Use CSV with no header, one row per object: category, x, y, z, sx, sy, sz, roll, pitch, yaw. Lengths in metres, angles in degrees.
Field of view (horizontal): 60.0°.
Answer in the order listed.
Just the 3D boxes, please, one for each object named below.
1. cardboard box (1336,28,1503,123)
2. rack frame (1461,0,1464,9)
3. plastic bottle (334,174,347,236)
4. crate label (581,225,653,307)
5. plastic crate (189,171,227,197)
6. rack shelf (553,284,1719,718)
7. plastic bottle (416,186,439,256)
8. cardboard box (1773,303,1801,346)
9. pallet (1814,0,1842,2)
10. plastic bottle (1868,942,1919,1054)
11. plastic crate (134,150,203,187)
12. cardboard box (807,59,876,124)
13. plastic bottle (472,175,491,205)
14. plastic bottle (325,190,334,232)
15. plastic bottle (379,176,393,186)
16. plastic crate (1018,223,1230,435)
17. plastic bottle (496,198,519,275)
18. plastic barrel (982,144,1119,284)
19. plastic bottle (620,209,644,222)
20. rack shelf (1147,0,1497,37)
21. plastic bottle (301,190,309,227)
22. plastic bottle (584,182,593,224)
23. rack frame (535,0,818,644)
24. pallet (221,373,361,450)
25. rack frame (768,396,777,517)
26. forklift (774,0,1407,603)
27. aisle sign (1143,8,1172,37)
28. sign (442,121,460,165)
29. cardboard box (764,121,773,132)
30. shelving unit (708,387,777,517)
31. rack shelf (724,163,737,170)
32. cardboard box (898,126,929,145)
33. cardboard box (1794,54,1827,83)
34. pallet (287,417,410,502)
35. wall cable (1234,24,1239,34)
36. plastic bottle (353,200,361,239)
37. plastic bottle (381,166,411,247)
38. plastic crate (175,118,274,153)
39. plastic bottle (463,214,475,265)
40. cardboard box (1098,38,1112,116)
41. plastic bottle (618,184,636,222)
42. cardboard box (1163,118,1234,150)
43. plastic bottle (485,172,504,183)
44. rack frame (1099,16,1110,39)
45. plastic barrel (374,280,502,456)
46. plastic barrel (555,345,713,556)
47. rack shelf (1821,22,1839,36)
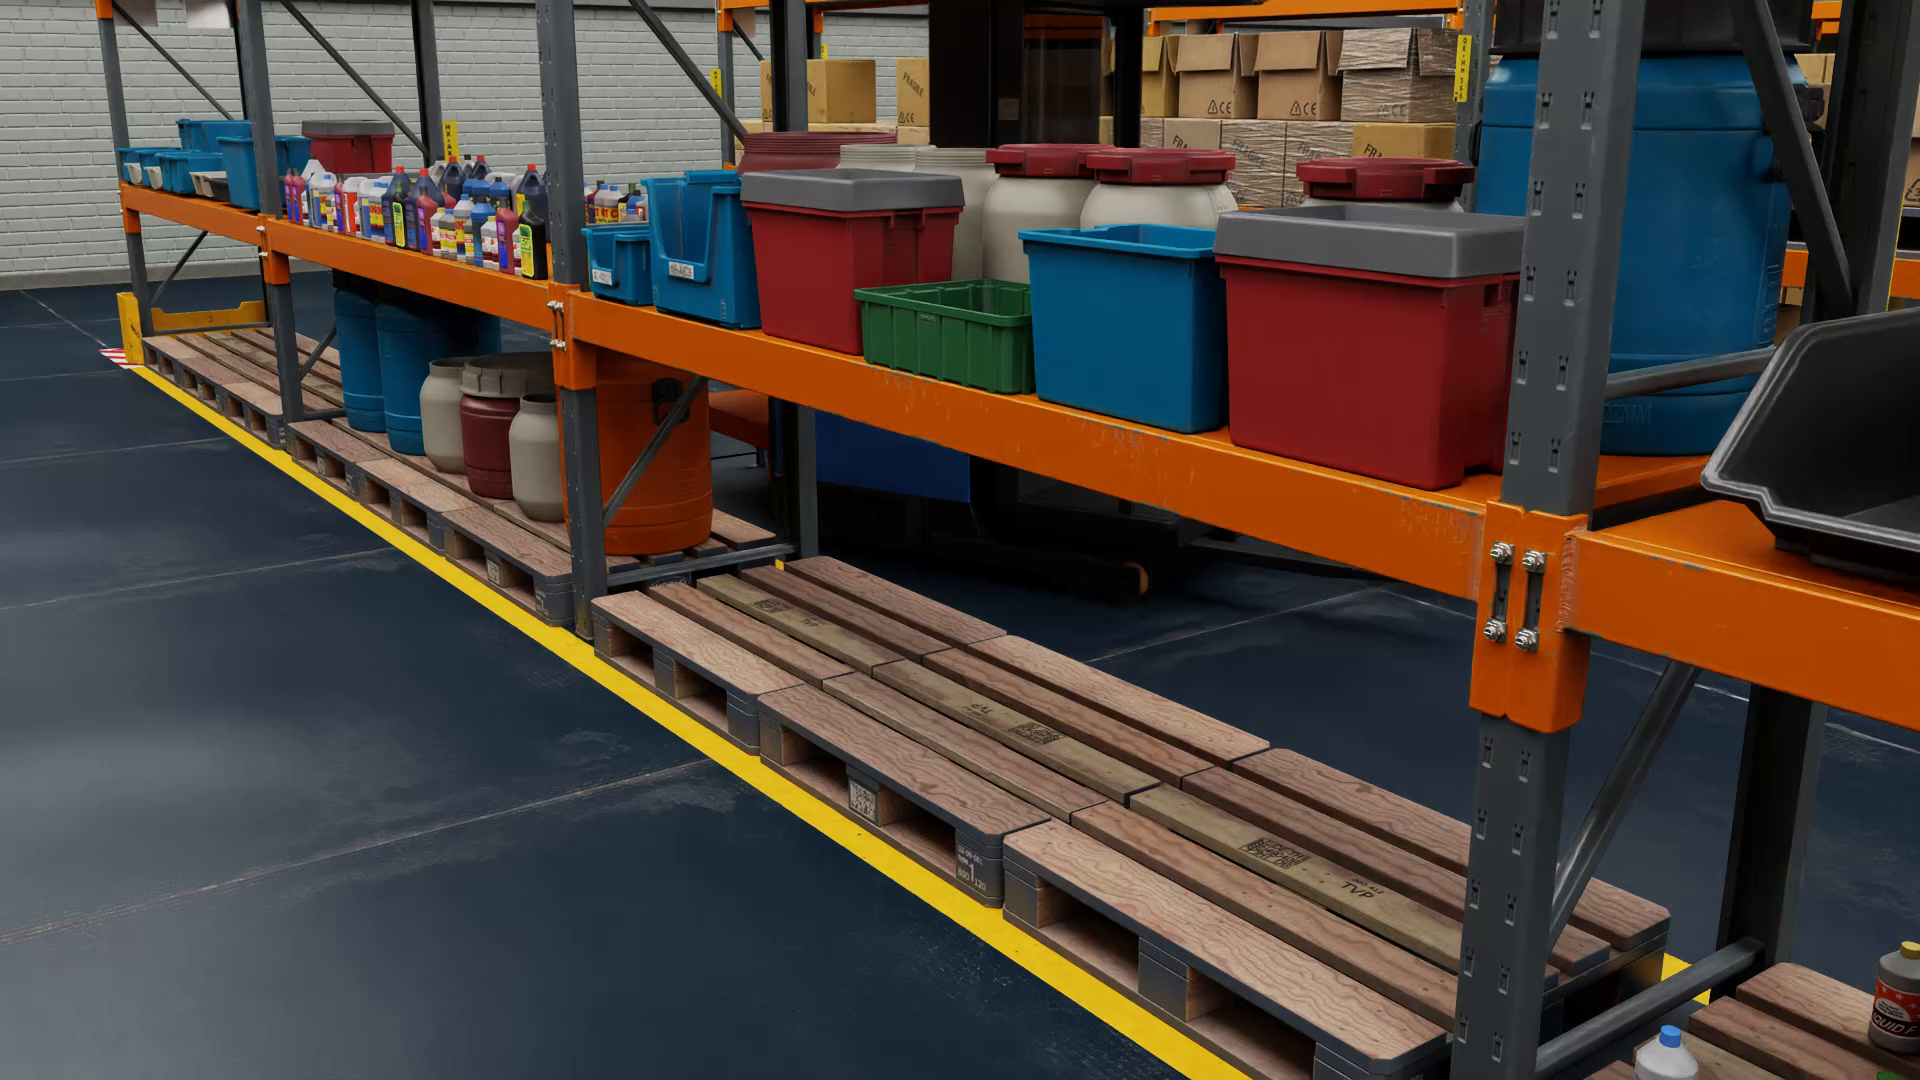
cardboard box,2.582,-2.612,9.346,0.797,0.503,0.637,-10,18,-33
rack frame,4.718,-3.523,14.767,1.000,3.000,0.127,-11,19,-35
plastic bottle,-2.967,-1.616,8.018,0.061,0.283,0.133,-11,19,-35
crate label,-1.063,-0.923,5.584,0.303,0.233,0.416,-11,19,-35
plastic crate,-4.627,-2.233,10.439,0.293,0.136,0.466,-11,19,-35
rack shelf,0.168,-0.378,4.638,1.077,0.370,4.000,-11,19,-35
plastic bottle,-2.263,-1.360,7.084,0.061,0.283,0.133,-11,19,-35
cardboard box,3.737,-1.039,8.171,0.500,0.250,0.500,-8,17,-28
pallet,9.242,-5.480,16.595,0.805,0.209,1.217,-12,19,-37
plastic bottle,1.809,0.869,3.187,0.097,0.201,0.097,0,15,0
plastic crate,-5.446,-2.564,11.466,0.416,0.233,0.300,-11,19,-35
cardboard box,-1.038,-3.701,13.717,0.500,0.500,0.500,-11,19,-36
plastic bottle,-2.366,-1.672,8.248,0.097,0.271,0.097,0,15,0
plastic bottle,-3.077,-1.624,8.206,0.097,0.201,0.097,0,15,0
plastic bottle,-2.728,-1.614,8.027,0.152,0.276,0.135,-11,19,-35
plastic crate,0.444,-0.477,3.669,0.392,0.384,0.575,-11,19,-35
plastic bottle,-1.727,-1.165,6.372,0.061,0.283,0.133,-11,19,-35
plastic barrel,0.273,-0.851,4.745,0.433,0.535,0.433,0,15,0
plastic bottle,-1.363,-1.274,6.926,0.097,0.201,0.097,0,15,0
rack shelf,3.542,-5.050,16.026,1.077,0.370,4.000,-11,19,-35
plastic bottle,-3.328,-1.716,8.538,0.097,0.201,0.097,0,15,0
plastic bottle,-1.726,-1.508,7.648,0.097,0.271,0.097,0,15,0
rack frame,-1.008,-1.152,6.103,1.000,3.000,0.127,-11,19,-35
pallet,-3.824,-0.812,10.144,1.003,0.211,1.213,-11,19,-35
rack frame,-0.691,-0.692,7.972,0.500,1.125,0.032,-10,18,-33
forklift,0.688,-1.320,6.848,3.031,2.935,1.130,9,18,30
aisle sign,2.081,-5.600,17.431,0.394,0.787,0.004,-11,19,-35
sign,-2.914,-2.225,9.498,0.100,0.325,0.005,-11,19,-35
cardboard box,-1.331,-3.446,14.205,0.500,0.250,0.500,-11,19,-35
shelving unit,-0.980,-0.802,8.376,0.538,1.125,1.048,-10,18,-33
rack shelf,-0.529,-2.855,13.688,1.077,0.370,4.000,-11,19,-35
cardboard box,-0.132,-3.010,12.611,0.500,0.250,0.500,-10,18,-33
cardboard box,8.689,-4.705,17.001,0.500,0.500,0.500,-11,19,-34
pallet,-2.940,-0.490,8.966,1.003,0.211,1.213,-11,19,-35
wall cable,4.117,-7.080,25.839,0.588,1.984,0.122,-11,19,-35
plastic bottle,-2.805,-1.526,7.845,0.097,0.201,0.097,0,15,0
plastic bottle,-2.510,-1.501,7.471,0.144,0.351,0.185,-11,19,-35
plastic crate,-5.364,-2.864,12.177,0.616,0.435,0.499,-11,19,-35
plastic bottle,-1.951,-1.215,6.711,0.097,0.201,0.097,0,15,0
cardboard box,1.029,-3.172,11.394,0.797,0.503,0.637,-11,19,-36
plastic bottle,-1.450,-1.422,7.311,0.061,0.283,0.133,-11,19,-35
cardboard box,1.613,-2.363,10.336,0.500,0.500,0.500,-10,18,-33
plastic bottle,-2.355,-1.727,8.438,0.152,0.276,0.135,-11,19,-35
rack frame,0.647,-2.775,12.033,1.000,3.000,0.127,-11,19,-35
plastic barrel,-2.637,-0.927,8.459,0.600,0.901,0.708,-11,19,-35
plastic barrel,-1.309,-0.410,6.706,0.600,0.830,0.708,-11,19,-35
rack shelf,11.499,-6.611,21.730,1.077,0.370,4.000,-11,19,-35
